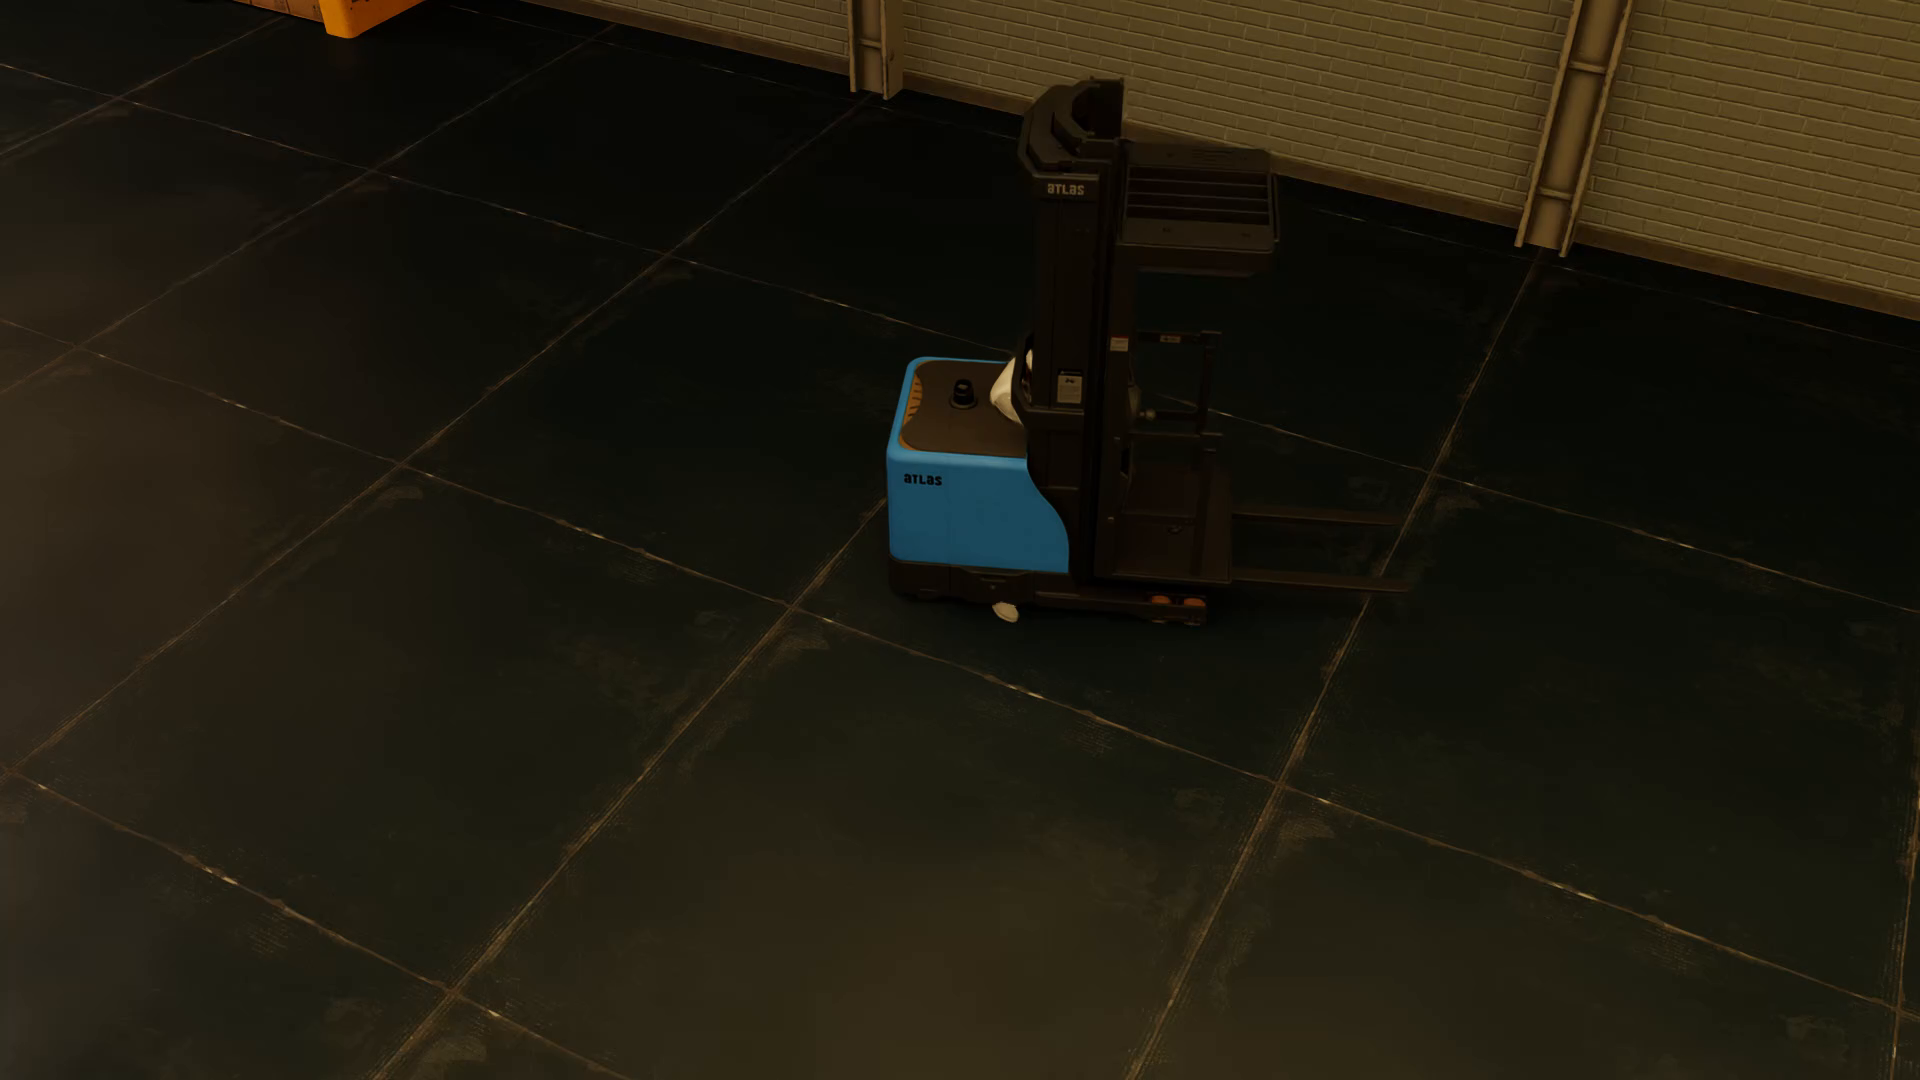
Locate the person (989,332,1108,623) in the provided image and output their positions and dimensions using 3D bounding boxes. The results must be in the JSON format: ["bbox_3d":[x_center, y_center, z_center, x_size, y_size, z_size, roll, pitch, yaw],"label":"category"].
[{"bbox_3d":[0.477,-0.561,9.761,0.799,1.488,1.513,16,43,18],"label":"person"}]

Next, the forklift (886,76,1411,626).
[{"bbox_3d":[1.129,-0.986,9.157,3.031,2.935,1.130,4,40,5],"label":"forklift"}]
